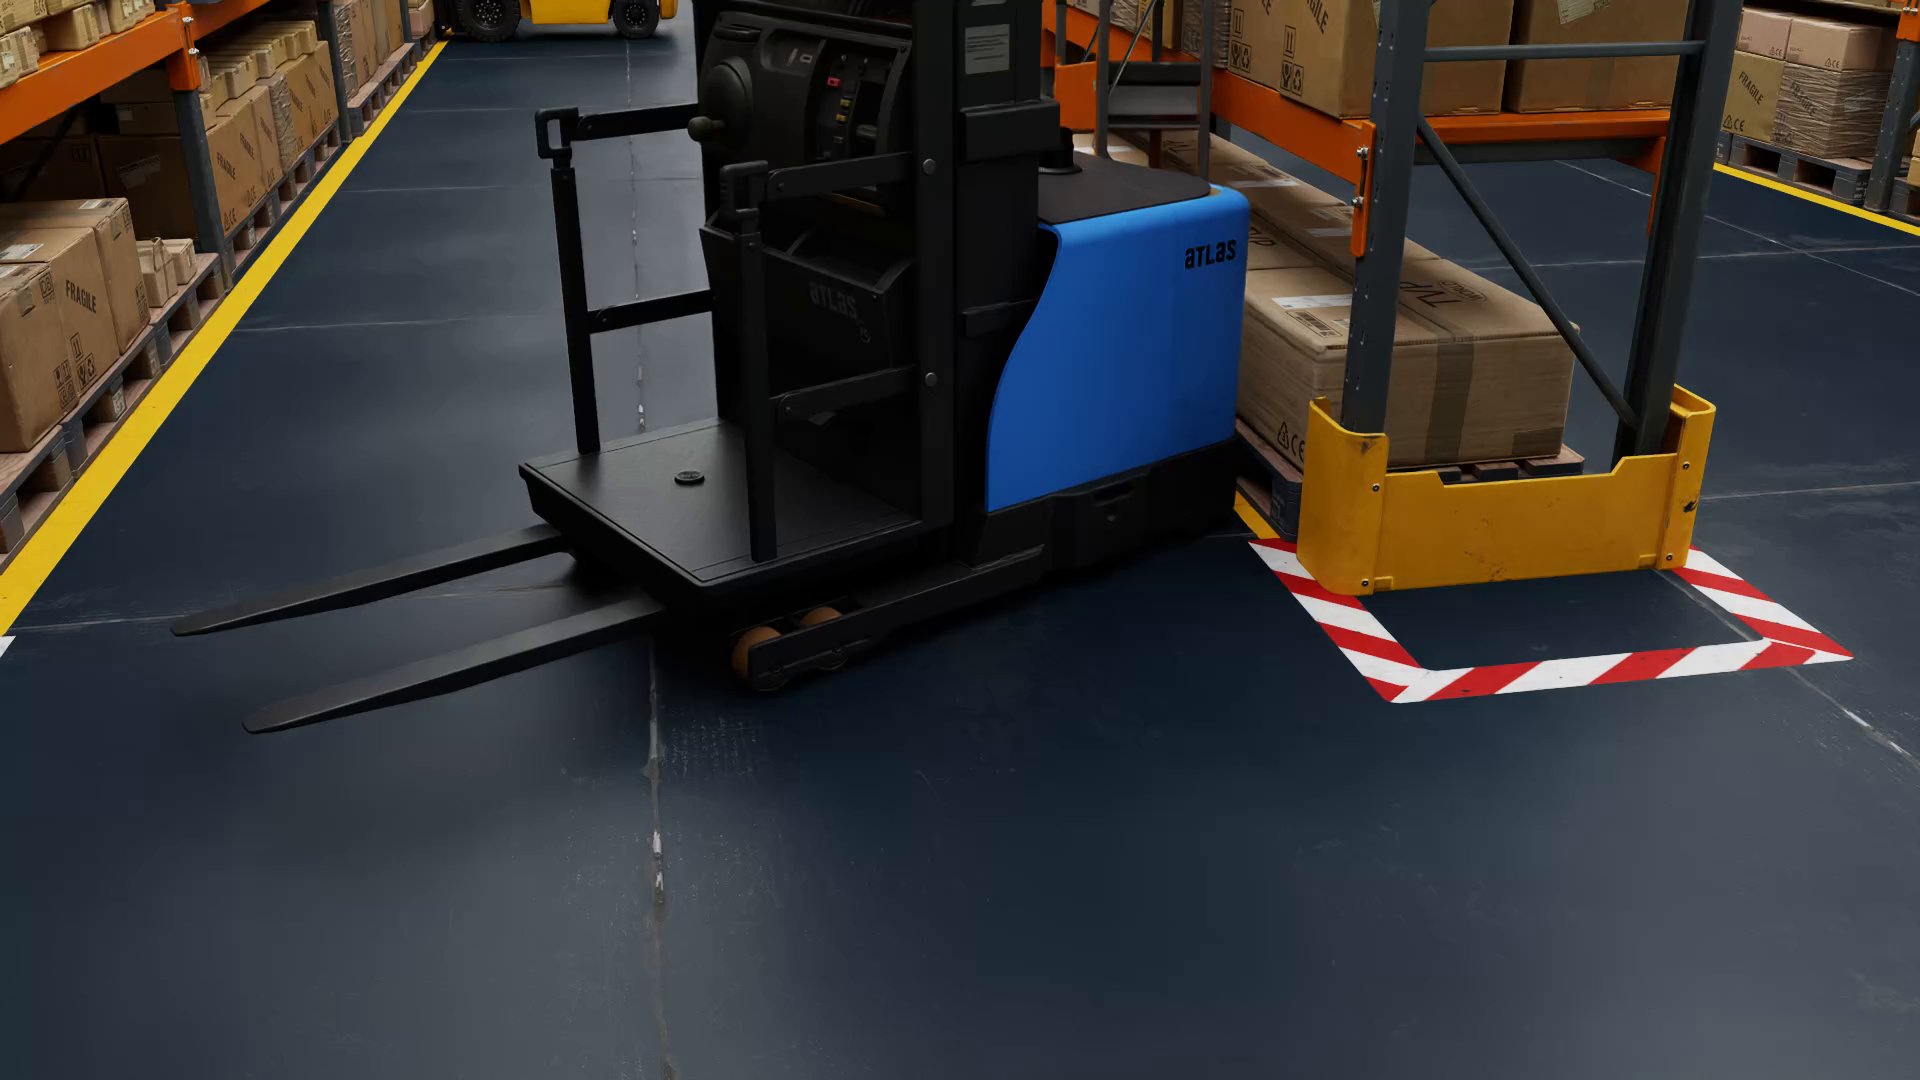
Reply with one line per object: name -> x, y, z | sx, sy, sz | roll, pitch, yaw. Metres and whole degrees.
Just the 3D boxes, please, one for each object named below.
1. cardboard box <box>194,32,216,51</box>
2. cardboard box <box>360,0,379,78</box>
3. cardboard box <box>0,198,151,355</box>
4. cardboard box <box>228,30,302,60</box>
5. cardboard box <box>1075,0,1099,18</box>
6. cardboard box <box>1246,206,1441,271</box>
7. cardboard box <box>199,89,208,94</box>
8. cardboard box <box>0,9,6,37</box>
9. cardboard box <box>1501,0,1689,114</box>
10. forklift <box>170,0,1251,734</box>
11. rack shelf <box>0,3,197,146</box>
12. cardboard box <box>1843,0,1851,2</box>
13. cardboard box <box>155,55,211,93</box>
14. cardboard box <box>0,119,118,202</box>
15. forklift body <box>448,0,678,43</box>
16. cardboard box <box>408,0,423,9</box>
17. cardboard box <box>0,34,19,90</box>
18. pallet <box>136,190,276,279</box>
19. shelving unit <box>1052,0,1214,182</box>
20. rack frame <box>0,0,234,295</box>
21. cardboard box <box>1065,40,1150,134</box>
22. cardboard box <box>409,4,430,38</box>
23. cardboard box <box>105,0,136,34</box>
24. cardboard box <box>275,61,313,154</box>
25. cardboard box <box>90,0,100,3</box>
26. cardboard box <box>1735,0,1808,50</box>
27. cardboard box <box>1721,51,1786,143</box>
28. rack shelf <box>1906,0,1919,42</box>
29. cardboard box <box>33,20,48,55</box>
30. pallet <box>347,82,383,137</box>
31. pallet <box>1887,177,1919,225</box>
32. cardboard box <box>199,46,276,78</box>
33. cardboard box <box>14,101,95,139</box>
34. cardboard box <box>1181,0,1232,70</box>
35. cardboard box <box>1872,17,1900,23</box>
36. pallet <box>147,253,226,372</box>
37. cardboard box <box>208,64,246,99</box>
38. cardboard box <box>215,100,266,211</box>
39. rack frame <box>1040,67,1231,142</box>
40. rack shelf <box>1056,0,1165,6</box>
cardboard box -> -4.792, -3.021, 10.208 | 0.380, 0.149, 0.250 | -4, 24, -9
cardboard box -> -5.085, -3.976, 13.047 | 0.875, 0.625, 0.625 | -5, 24, -12
cardboard box -> -3.582, -0.999, 6.388 | 0.700, 0.500, 0.500 | -5, 24, -12
cardboard box -> -4.303, -3.061, 10.298 | 0.380, 0.149, 0.250 | -5, 24, -12
cardboard box -> 0.806, -2.543, 7.200 | 0.500, 0.500, 0.500 | -4, 24, -9
cardboard box -> 1.230, -0.956, 6.367 | 0.875, 0.438, 0.875 | -4, 24, -8
cardboard box -> -3.922, -2.139, 8.187 | 0.380, 0.149, 0.250 | -5, 24, -11
cardboard box -> -3.260, -1.621, 5.028 | 0.500, 0.250, 0.500 | -5, 24, -11
cardboard box -> 1.821, -1.582, 4.999 | 0.500, 0.500, 0.500 | -4, 24, -10
forklift -> -0.593, -1.186, 4.303 | 3.031, 2.935, 1.130 | -17, 29, -34
rack shelf -> -3.620, -1.414, 5.639 | 1.077, 0.370, 4.000 | -4, 24, -10
cardboard box -> 9.240, -5.592, 16.880 | 0.700, 0.500, 0.500 | -6, 24, -14
cardboard box -> -3.890, -2.270, 8.117 | 0.380, 0.149, 0.250 | -5, 24, -12
cardboard box -> -4.371, -1.749, 8.104 | 0.500, 0.500, 0.500 | -4, 24, -10
forklift body -> -4.065, -6.251, 16.875 | 2.313, 2.155, 1.214 | -4, 24, -10
cardboard box -> -5.255, -5.052, 15.355 | 0.500, 0.250, 0.500 | -4, 24, -10
cardboard box -> -3.231, -1.502, 5.255 | 0.380, 0.149, 0.250 | -5, 24, -11
pallet -> -4.177, -1.570, 8.580 | 1.003, 0.211, 1.213 | -4, 24, -10
shelving unit -> 0.597, -1.454, 5.848 | 0.431, 2.100, 0.503 | -3, 14, -13
rack frame -> -3.990, -2.530, 7.296 | 1.000, 3.000, 0.127 | -4, 24, -10
cardboard box -> 0.694, -2.356, 9.027 | 0.875, 0.875, 0.875 | -4, 24, -8
cardboard box -> -5.233, -4.824, 15.459 | 0.500, 0.250, 0.500 | -4, 24, -9
cardboard box -> -3.541, -2.107, 6.641 | 0.380, 0.149, 0.250 | -4, 24, -8
cardboard box -> -4.258, -2.597, 10.047 | 0.500, 0.500, 0.500 | -3, 24, -7
cardboard box -> -3.549, -2.220, 6.401 | 0.500, 0.250, 0.500 | -4, 24, -10
cardboard box -> 5.154, -3.380, 10.903 | 0.500, 0.250, 0.500 | -5, 24, -12
cardboard box -> 5.255, -2.827, 10.573 | 0.500, 0.500, 0.500 | -5, 24, -11
rack shelf -> 6.104, -2.189, 7.413 | 1.077, 0.370, 4.000 | -4, 24, -10
cardboard box -> -3.507, -1.794, 5.924 | 0.380, 0.149, 0.250 | -4, 24, -9
pallet -> -4.843, -3.153, 12.205 | 1.003, 0.211, 1.213 | -4, 24, -10
pallet -> 5.893, -1.766, 9.030 | 1.003, 0.211, 1.213 | -4, 24, -10
cardboard box -> -4.171, -2.749, 9.584 | 0.380, 0.149, 0.250 | -5, 24, -12
cardboard box -> -4.341, -1.998, 7.865 | 0.380, 0.149, 0.250 | -5, 24, -12
cardboard box -> 1.095, -1.942, 5.824 | 0.500, 0.500, 0.500 | -4, 24, -8
cardboard box -> 5.857, -3.006, 10.047 | 0.500, 0.250, 0.500 | -5, 24, -12
pallet -> -3.864, -0.982, 7.236 | 1.003, 0.211, 1.213 | -4, 24, -10
cardboard box -> -4.054, -2.447, 8.892 | 0.380, 0.149, 0.250 | -4, 24, -10
cardboard box -> -3.966, -1.993, 8.664 | 0.500, 0.500, 0.500 | -5, 24, -10
rack frame -> 0.888, -2.899, 8.141 | 1.000, 3.000, 0.127 | -4, 24, -10
rack shelf -> 0.597, -2.121, 5.689 | 0.431, 0.518, 0.480 | -3, 14, -13
